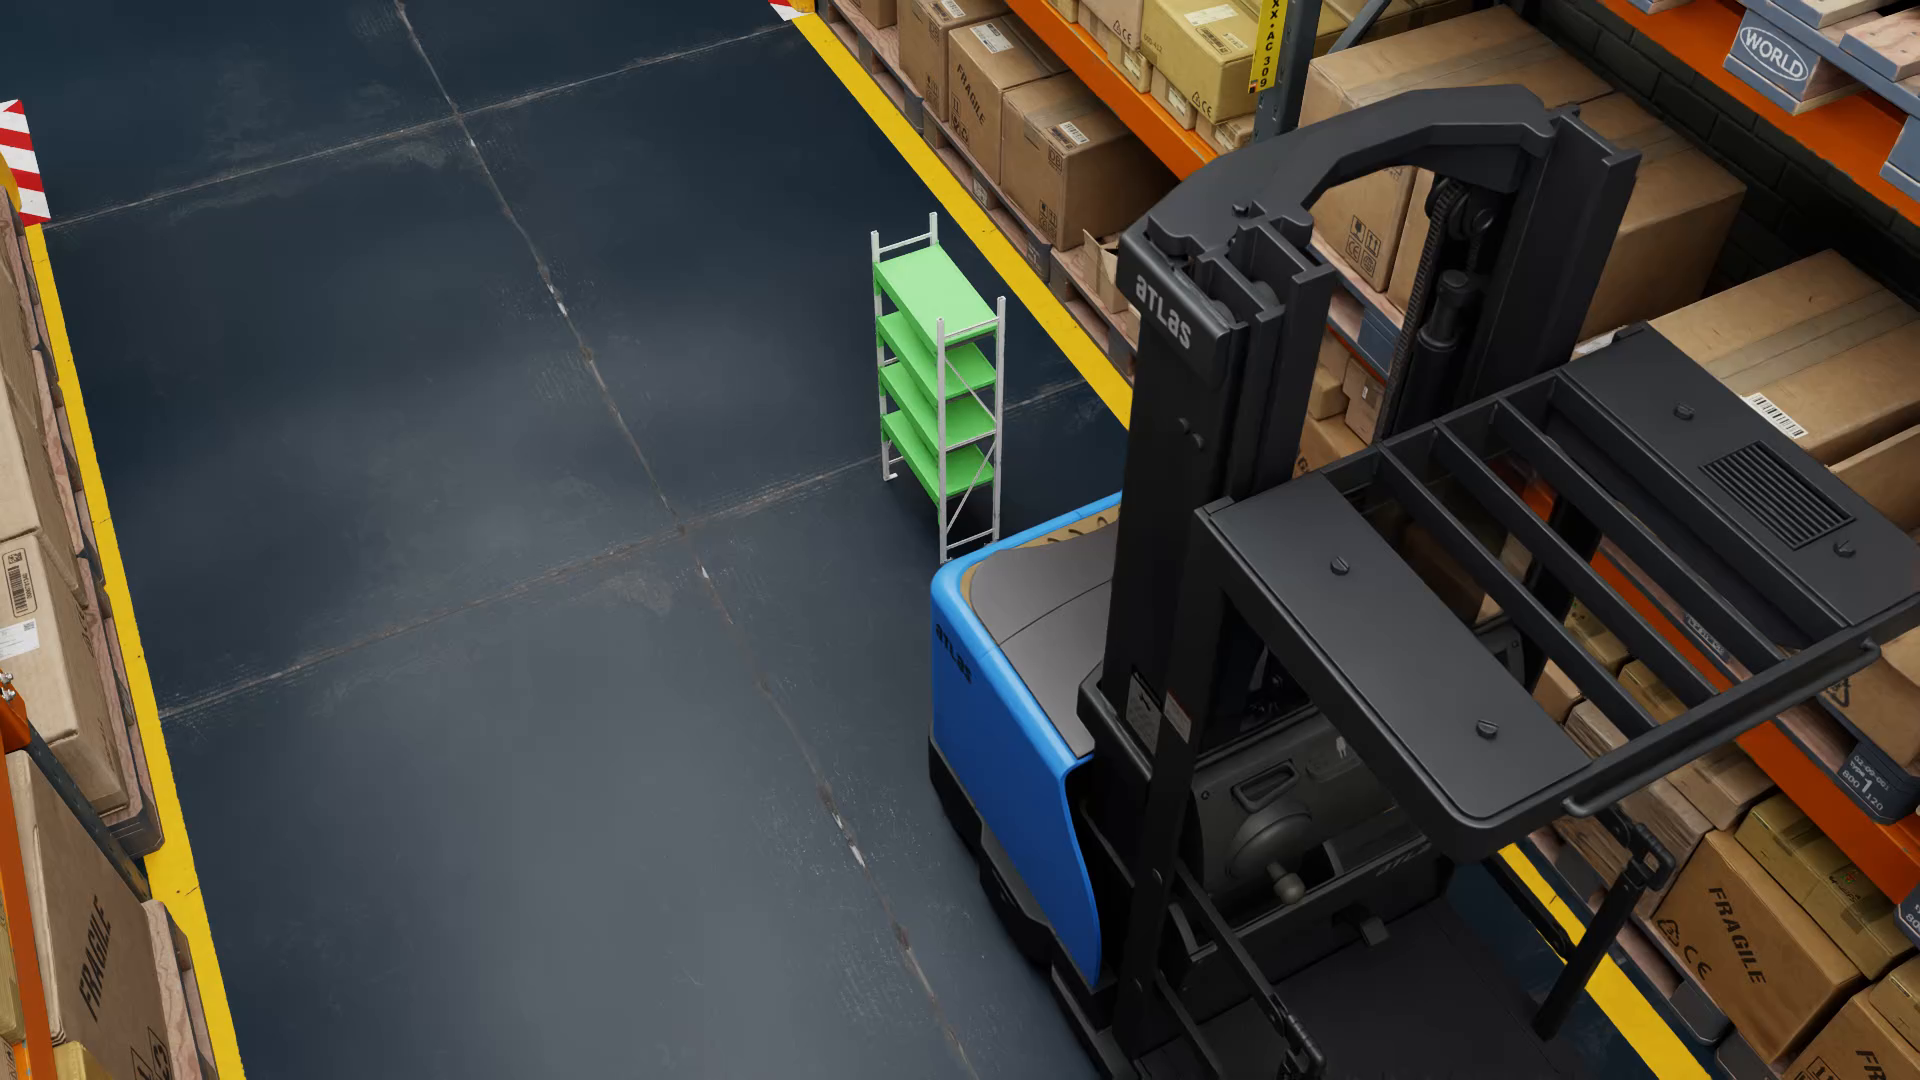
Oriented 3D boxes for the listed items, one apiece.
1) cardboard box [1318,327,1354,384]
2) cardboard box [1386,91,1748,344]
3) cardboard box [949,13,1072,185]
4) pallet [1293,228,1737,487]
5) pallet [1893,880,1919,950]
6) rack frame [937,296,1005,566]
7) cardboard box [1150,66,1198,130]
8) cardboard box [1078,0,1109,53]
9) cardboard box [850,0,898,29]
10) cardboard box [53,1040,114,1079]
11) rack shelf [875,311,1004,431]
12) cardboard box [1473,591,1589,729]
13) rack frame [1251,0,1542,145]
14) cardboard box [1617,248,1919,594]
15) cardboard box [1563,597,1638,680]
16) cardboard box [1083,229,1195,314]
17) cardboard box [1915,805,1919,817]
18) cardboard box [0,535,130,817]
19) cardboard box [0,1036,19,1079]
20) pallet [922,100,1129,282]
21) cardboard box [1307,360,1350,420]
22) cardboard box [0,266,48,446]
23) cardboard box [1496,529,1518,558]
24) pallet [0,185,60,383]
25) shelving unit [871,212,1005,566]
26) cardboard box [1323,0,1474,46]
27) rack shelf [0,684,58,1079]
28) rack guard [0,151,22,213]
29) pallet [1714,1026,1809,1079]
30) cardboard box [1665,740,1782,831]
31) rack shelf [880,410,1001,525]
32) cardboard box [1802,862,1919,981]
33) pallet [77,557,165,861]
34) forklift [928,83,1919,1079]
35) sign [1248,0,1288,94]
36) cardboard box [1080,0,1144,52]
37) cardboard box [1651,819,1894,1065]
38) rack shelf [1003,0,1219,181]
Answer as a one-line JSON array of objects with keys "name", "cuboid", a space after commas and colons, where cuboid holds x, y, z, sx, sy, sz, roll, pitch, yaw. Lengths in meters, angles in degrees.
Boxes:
[{"name": "cardboard box", "cuboid": [1.388, -0.714, 5.635, 0.380, 0.149, 0.250, -22, 52, -18]}, {"name": "cardboard box", "cuboid": [1.666, -0.822, 4.631, 0.700, 0.500, 0.500, -21, 52, -17]}, {"name": "cardboard box", "cuboid": [0.281, -1.975, 7.366, 0.500, 0.500, 0.500, -20, 52, -17]}, {"name": "pallet", "cuboid": [1.675, -0.763, 5.052, 1.003, 0.211, 1.213, -21, 52, -18]}, {"name": "pallet", "cuboid": [2.864, 0.913, 3.587, 1.213, 0.211, 1.003, -21, 52, -18]}, {"name": "rack frame", "cuboid": [0.036, -0.342, 5.752, 0.240, 1.200, 0.015, -21, 52, -18]}, {"name": "cardboard box", "cuboid": [0.898, -1.609, 5.831, 0.380, 0.149, 0.250, -20, 52, -17]}, {"name": "cardboard box", "cuboid": [0.661, -1.959, 6.138, 0.380, 0.149, 0.250, -20, 52, -17]}, {"name": "cardboard box", "cuboid": [-0.228, -2.950, 8.217, 0.797, 0.503, 0.637, -23, 53, -19]}, {"name": "cardboard box", "cuboid": [-2.230, 1.864, 3.759, 0.875, 0.875, 0.875, -20, 52, -16]}, {"name": "rack shelf", "cuboid": [-0.076, -0.622, 5.763, 0.258, 0.148, 0.480, -21, 52, -18]}, {"name": "cardboard box", "cuboid": [1.905, 0.376, 5.310, 0.500, 0.500, 0.500, -23, 53, -19]}, {"name": "rack frame", "cuboid": [1.407, -1.398, 5.480, 1.000, 3.000, 0.127, -21, 52, -18]}, {"name": "cardboard box", "cuboid": [2.025, -0.297, 4.171, 0.700, 0.500, 0.500, -21, 52, -18]}, {"name": "cardboard box", "cuboid": [1.987, 0.257, 4.983, 0.380, 0.149, 0.250, -19, 52, -16]}, {"name": "cardboard box", "cuboid": [0.727, -1.147, 6.798, 0.396, 0.266, 0.258, -19, 52, -16]}, {"name": "cardboard box", "cuboid": [2.466, 0.595, 3.557, 0.500, 0.250, 0.500, -23, 53, -19]}, {"name": "cardboard box", "cuboid": [-3.197, 0.562, 5.189, 0.875, 0.438, 0.875, -22, 52, -18]}, {"name": "cardboard box", "cuboid": [-2.130, 1.262, 3.253, 0.500, 0.250, 0.500, -22, 53, -18]}, {"name": "pallet", "cuboid": [0.531, -1.758, 7.647, 1.003, 0.211, 1.213, -21, 52, -18]}, {"name": "cardboard box", "cuboid": [1.334, -0.595, 5.729, 0.380, 0.149, 0.250, -19, 51, -16]}, {"name": "cardboard box", "cuboid": [-4.018, -0.641, 6.241, 0.875, 0.438, 0.875, -20, 52, -17]}, {"name": "cardboard box", "cuboid": [1.795, -0.090, 5.287, 0.380, 0.149, 0.250, -22, 52, -18]}, {"name": "pallet", "cuboid": [-4.400, -0.937, 6.929, 1.003, 0.211, 1.213, -21, 52, -18]}, {"name": "shelving unit", "cuboid": [-0.076, -0.506, 5.895, 0.258, 1.200, 0.503, -21, 52, -18]}, {"name": "cardboard box", "cuboid": [1.420, -1.871, 5.796, 0.500, 0.250, 0.500, -22, 52, -18]}, {"name": "rack shelf", "cuboid": [-2.090, 1.889, 3.083, 1.077, 0.370, 4.000, -21, 52, -18]}, {"name": "rack guard", "cuboid": [-4.847, -1.556, 7.279, 1.175, 0.500, 0.348, -21, 52, -18]}, {"name": "pallet", "cuboid": [2.929, 1.684, 4.637, 1.003, 0.211, 1.213, -21, 52, -18]}, {"name": "cardboard box", "cuboid": [2.204, 0.610, 4.675, 0.380, 0.149, 0.250, -23, 53, -19]}, {"name": "rack shelf", "cuboid": [-0.076, -0.306, 6.124, 0.258, 0.148, 0.480, -21, 52, -18]}, {"name": "cardboard box", "cuboid": [2.472, 0.951, 4.376, 0.380, 0.149, 0.250, -20, 52, -16]}, {"name": "pallet", "cuboid": [-3.284, 0.696, 5.501, 1.003, 0.211, 1.213, -21, 52, -18]}, {"name": "forklift", "cuboid": [1.042, 0.631, 3.751, 1.130, 2.935, 3.031, -22, 52, -18]}, {"name": "sign", "cuboid": [0.928, -1.491, 4.986, 0.100, 0.325, 0.005, -21, 52, -18]}, {"name": "cardboard box", "cuboid": [0.714, -2.034, 5.938, 0.500, 0.250, 0.500, -21, 52, -17]}, {"name": "cardboard box", "cuboid": [2.391, 1.067, 4.706, 0.500, 0.500, 0.500, -19, 52, -16]}, {"name": "rack shelf", "cuboid": [0.491, -2.500, 6.922, 1.077, 0.370, 4.000, -21, 52, -18]}]
